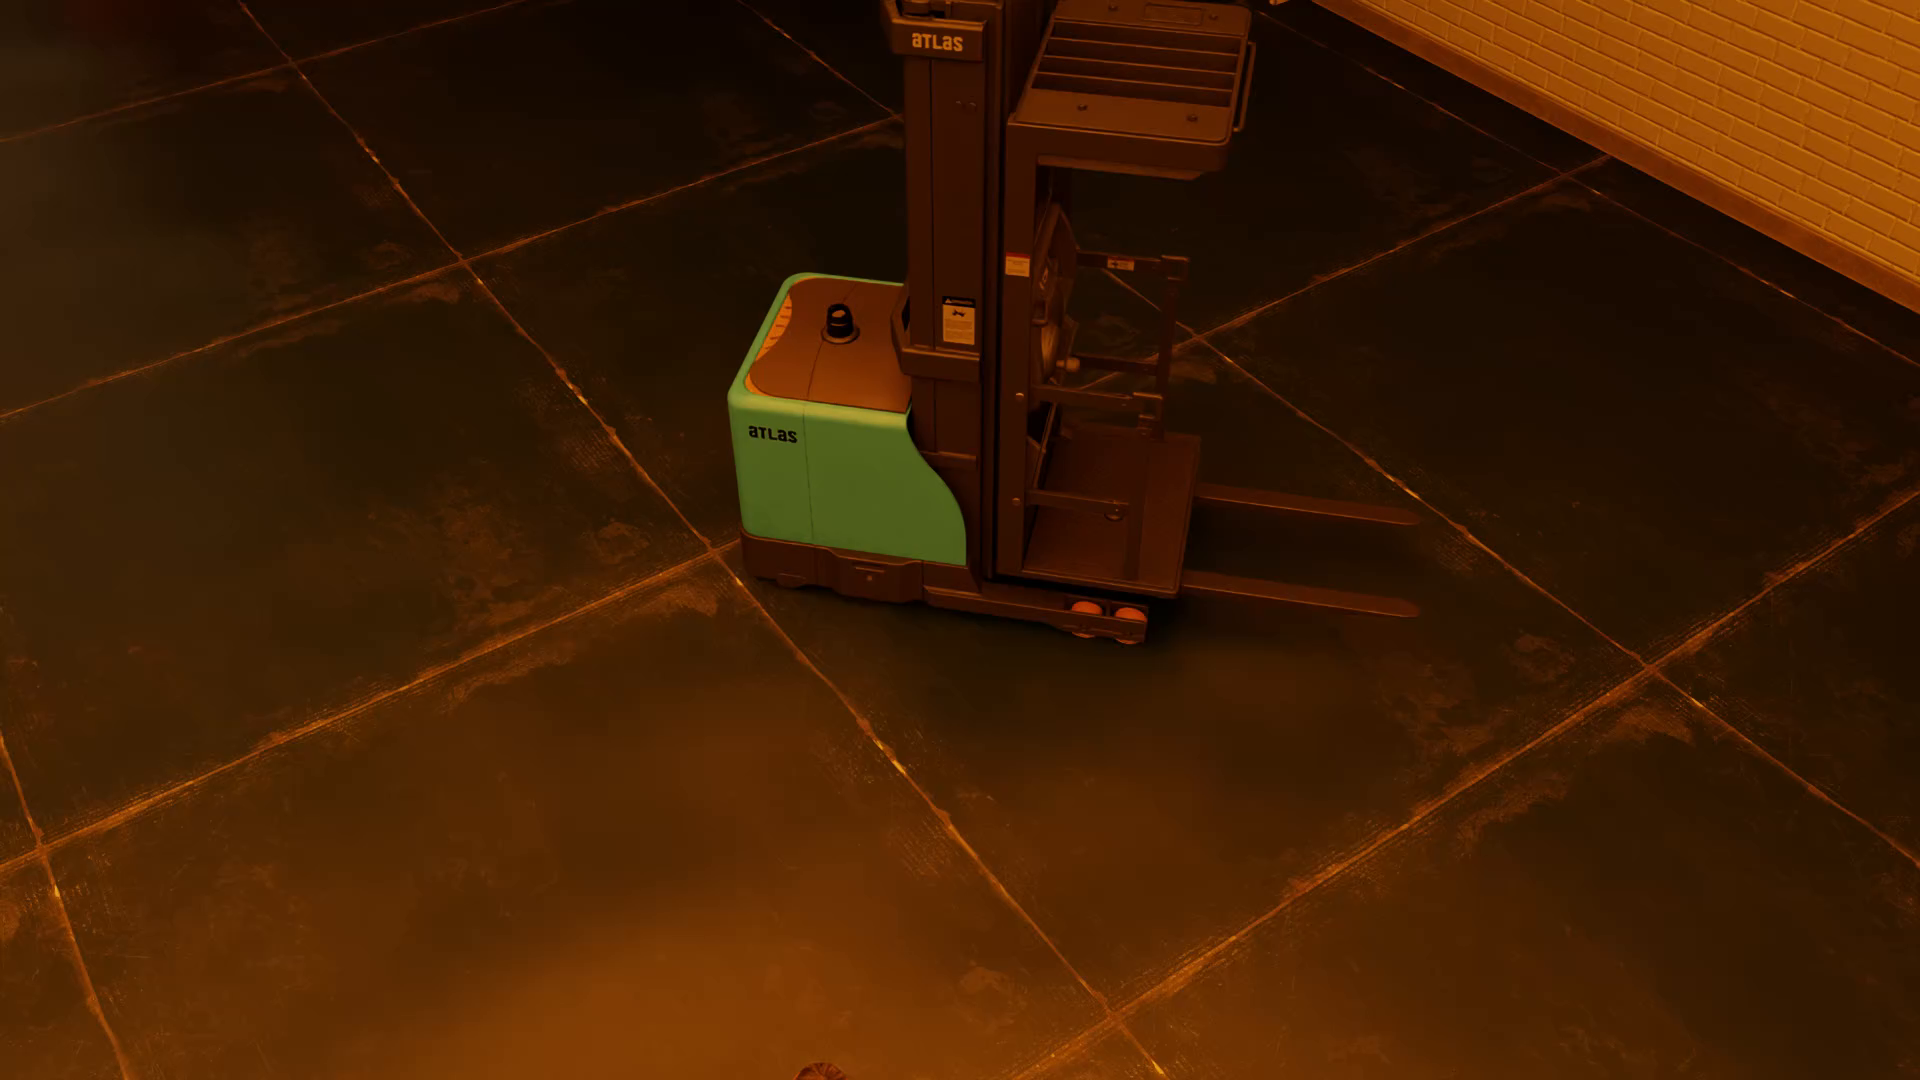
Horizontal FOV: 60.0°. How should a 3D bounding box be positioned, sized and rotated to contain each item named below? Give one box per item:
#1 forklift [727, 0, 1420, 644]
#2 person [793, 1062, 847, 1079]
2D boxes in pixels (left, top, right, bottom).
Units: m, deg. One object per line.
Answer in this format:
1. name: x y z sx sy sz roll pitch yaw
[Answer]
1. forklift: 0.573 -1.011 6.813 3.031 2.935 1.130 8 43 9
2. person: -0.320 2.008 4.468 0.570 1.654 0.504 -22 47 -22
